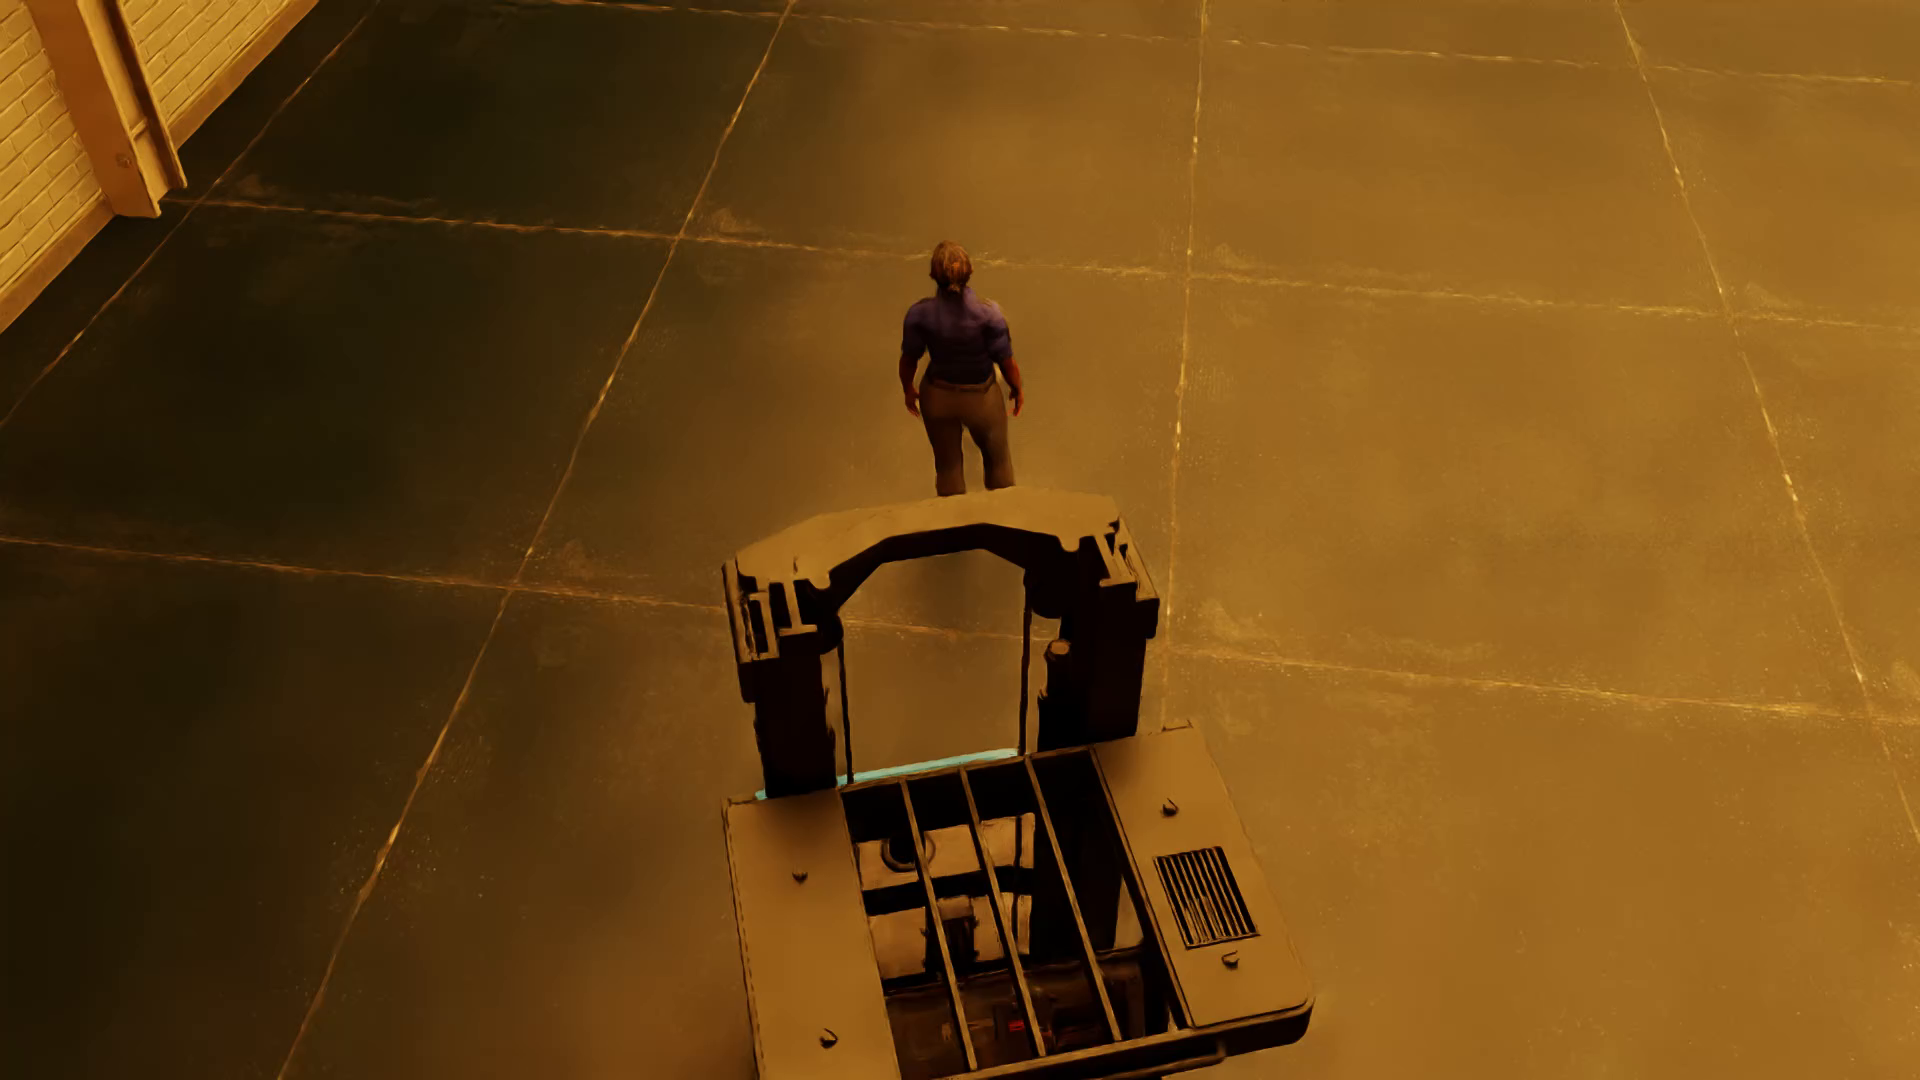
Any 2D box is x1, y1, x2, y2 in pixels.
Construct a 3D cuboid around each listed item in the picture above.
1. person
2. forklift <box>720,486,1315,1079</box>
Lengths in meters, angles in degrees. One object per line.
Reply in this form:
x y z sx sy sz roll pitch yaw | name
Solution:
0.031 -0.667 7.392 0.570 1.642 0.503 5 43 6 | person
0.074 1.439 4.158 1.130 2.935 3.031 -8 43 -9 | forklift
